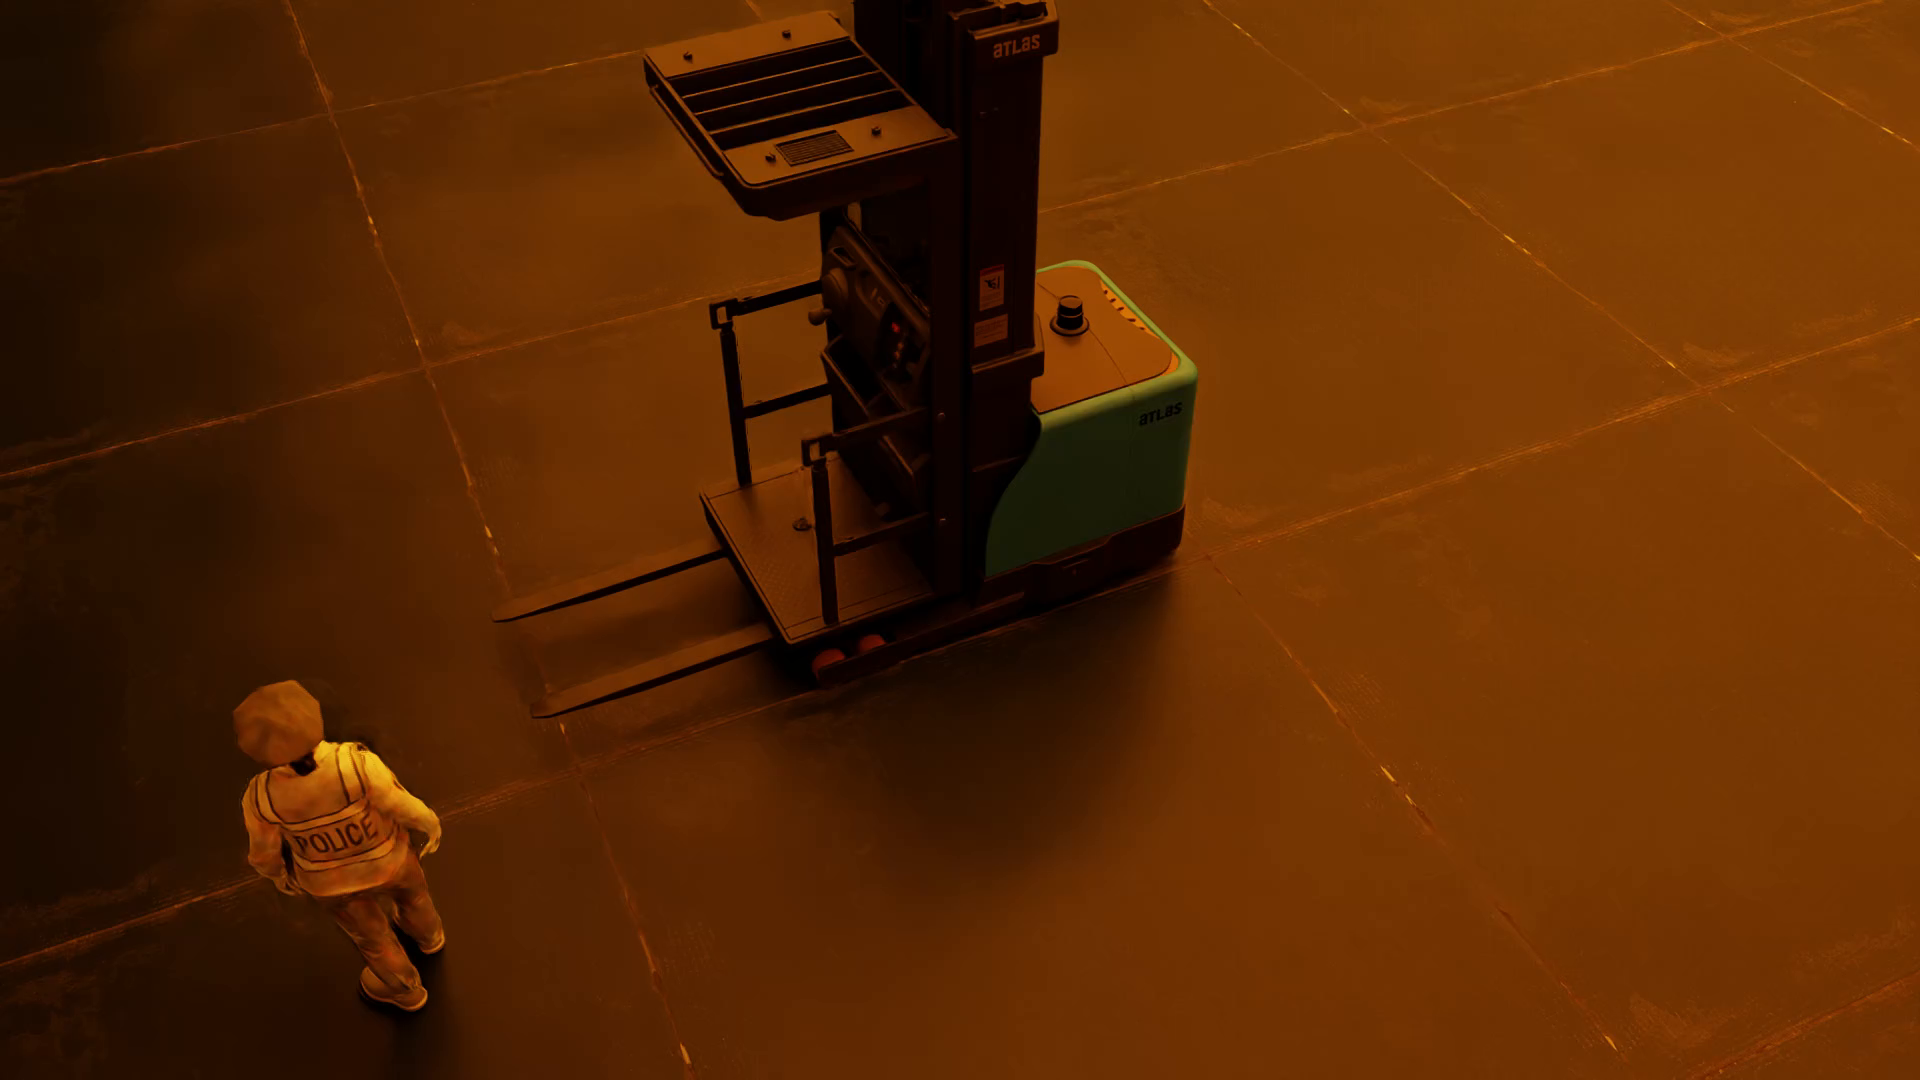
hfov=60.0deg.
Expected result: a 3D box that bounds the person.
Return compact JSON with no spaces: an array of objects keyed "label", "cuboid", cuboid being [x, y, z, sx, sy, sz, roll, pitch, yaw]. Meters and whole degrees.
[{"label":"person","cuboid":[-2.028,0.975,5.535,0.577,1.694,0.611,-14,45,-14]}]

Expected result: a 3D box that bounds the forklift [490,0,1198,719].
[{"label":"forklift","cuboid":[-0.525,-0.854,6.595,3.031,2.935,1.130,-19,46,-19]}]
